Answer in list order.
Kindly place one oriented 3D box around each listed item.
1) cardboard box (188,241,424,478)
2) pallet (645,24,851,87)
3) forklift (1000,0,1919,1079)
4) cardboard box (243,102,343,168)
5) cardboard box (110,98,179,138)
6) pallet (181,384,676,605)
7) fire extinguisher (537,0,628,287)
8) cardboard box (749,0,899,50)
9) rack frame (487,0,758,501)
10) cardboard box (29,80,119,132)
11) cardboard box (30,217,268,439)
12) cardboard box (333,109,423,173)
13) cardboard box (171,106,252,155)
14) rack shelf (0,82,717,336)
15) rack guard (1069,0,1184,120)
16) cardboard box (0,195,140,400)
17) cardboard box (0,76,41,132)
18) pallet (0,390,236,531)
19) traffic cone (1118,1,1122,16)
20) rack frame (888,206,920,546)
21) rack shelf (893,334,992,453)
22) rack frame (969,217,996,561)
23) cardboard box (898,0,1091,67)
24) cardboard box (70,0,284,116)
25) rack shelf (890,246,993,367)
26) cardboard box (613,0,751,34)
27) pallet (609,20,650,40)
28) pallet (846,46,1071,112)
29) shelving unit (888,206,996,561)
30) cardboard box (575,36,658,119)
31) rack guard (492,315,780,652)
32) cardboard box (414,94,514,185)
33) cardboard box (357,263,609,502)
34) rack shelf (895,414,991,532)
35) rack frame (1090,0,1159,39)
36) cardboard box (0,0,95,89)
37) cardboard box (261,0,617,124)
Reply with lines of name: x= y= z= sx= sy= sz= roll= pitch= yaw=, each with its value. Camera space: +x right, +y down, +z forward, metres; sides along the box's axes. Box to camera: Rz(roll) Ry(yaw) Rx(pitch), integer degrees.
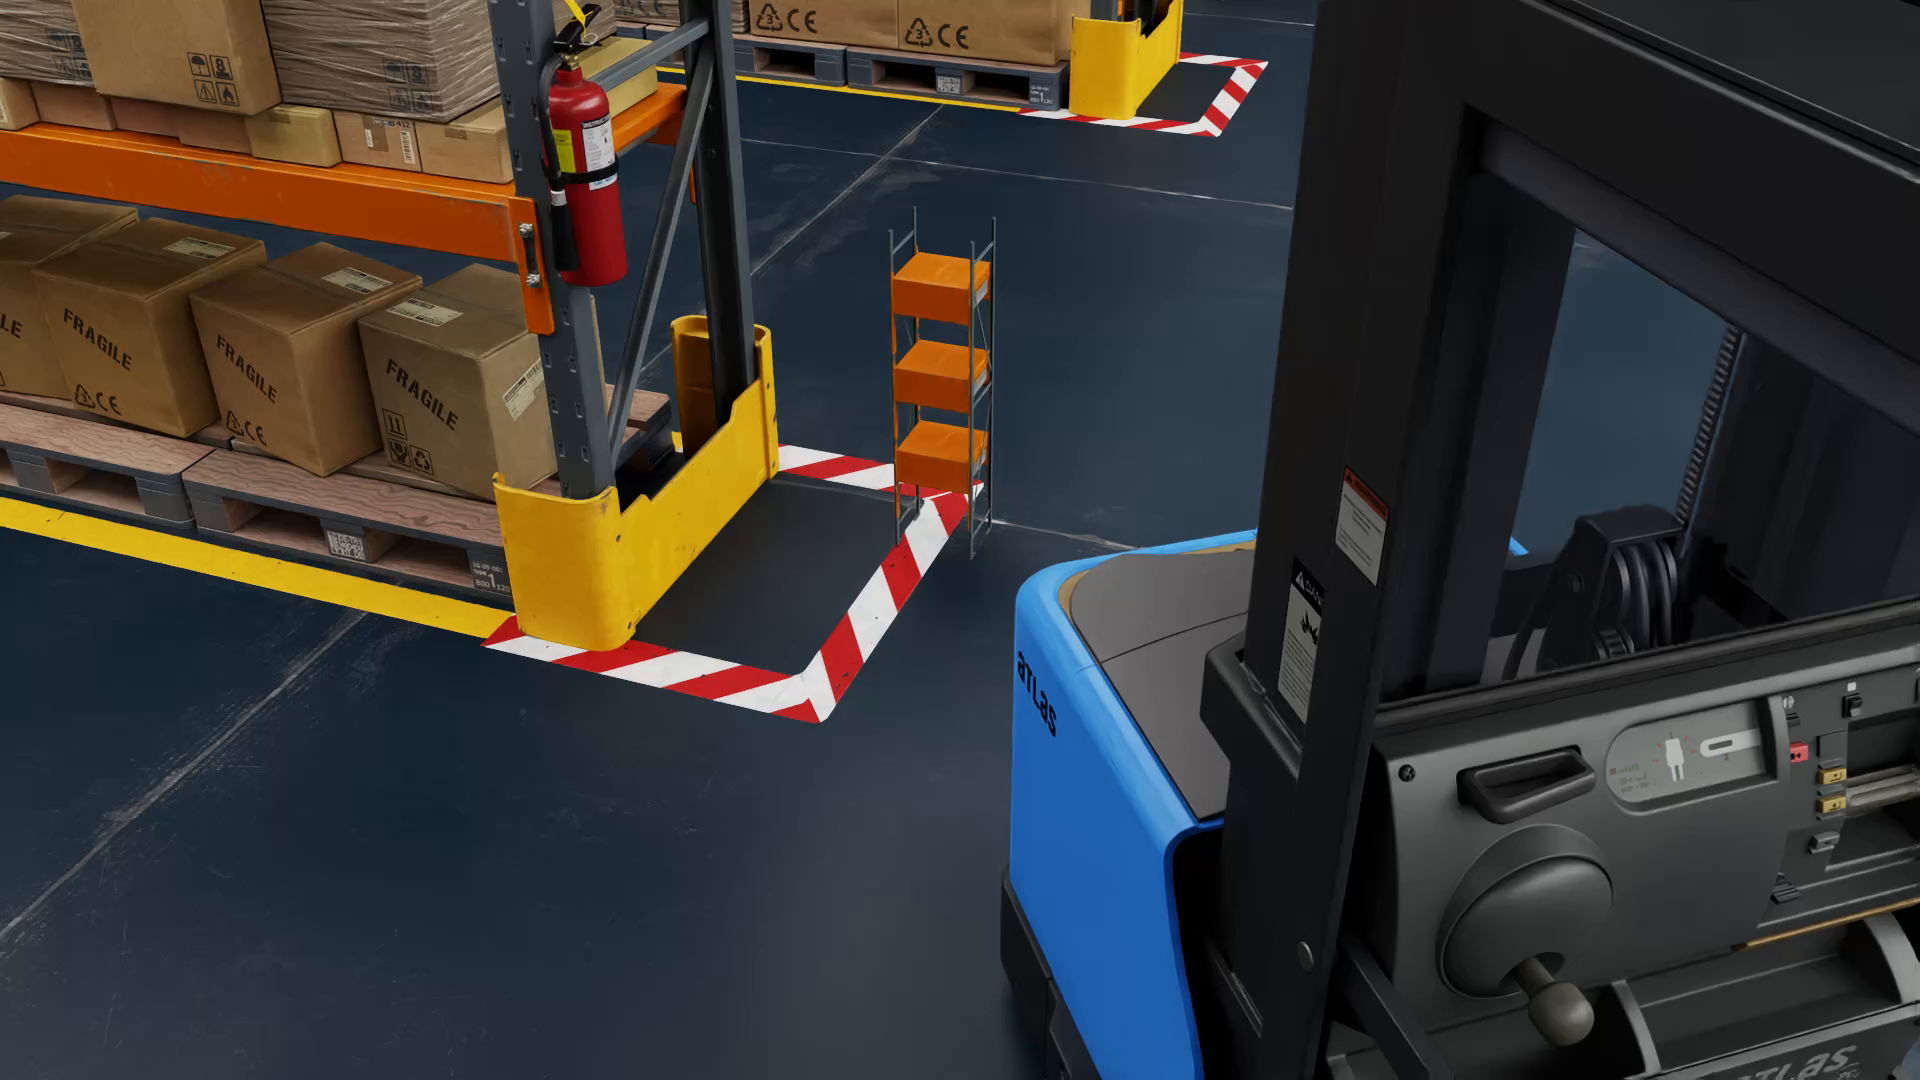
cardboard box: x=-2.037 y=-0.587 z=5.312 sx=0.500 sy=0.500 sz=0.500 roll=21 pitch=38 yaw=29
pallet: x=-1.035 y=-2.920 z=9.577 sx=1.213 sy=0.211 sz=1.003 roll=11 pitch=34 yaw=16
forklift: x=1.012 y=0.411 z=1.911 sx=1.130 sy=2.935 sz=3.031 roll=-10 pitch=34 yaw=-14
cardboard box: x=-1.706 y=-1.153 z=4.502 sx=0.250 sy=0.149 sz=0.380 roll=11 pitch=34 yaw=16
cardboard box: x=-2.157 y=-1.274 z=4.689 sx=0.250 sy=0.149 sz=0.380 roll=11 pitch=34 yaw=16
pallet: x=-1.705 y=-0.256 z=5.451 sx=1.213 sy=0.211 sz=1.003 roll=11 pitch=34 yaw=16
fire extinguisher: x=-0.928 y=-0.958 z=4.039 sx=0.183 sy=0.674 sz=0.296 roll=11 pitch=34 yaw=16
cardboard box: x=-0.601 y=-3.295 z=9.159 sx=0.875 sy=0.875 sz=0.875 roll=10 pitch=34 yaw=16
rack frame: x=-0.880 y=-1.246 z=4.415 sx=0.127 sy=3.000 sz=1.000 roll=11 pitch=34 yaw=16
cardboard box: x=-2.400 y=-1.308 z=4.742 sx=0.250 sy=0.149 sz=0.380 roll=11 pitch=34 yaw=16
cardboard box: x=-2.620 y=-0.712 z=5.504 sx=0.500 sy=0.500 sz=0.500 roll=14 pitch=35 yaw=21
cardboard box: x=-1.453 y=-1.134 z=4.472 sx=0.250 sy=0.149 sz=0.380 roll=11 pitch=34 yaw=16
cardboard box: x=-1.936 y=-1.207 z=4.585 sx=0.250 sy=0.149 sz=0.380 roll=11 pitch=34 yaw=16
rack shelf: x=-2.763 y=-1.310 z=5.177 sx=4.000 sy=0.370 sz=1.077 roll=11 pitch=34 yaw=16
rack guard: x=0.911 y=-2.706 z=8.980 sx=0.348 sy=0.500 sz=1.175 roll=11 pitch=34 yaw=16
cardboard box: x=-3.130 y=-0.837 z=5.698 sx=0.500 sy=0.500 sz=0.500 roll=8 pitch=34 yaw=12
cardboard box: x=-2.666 y=-1.308 z=4.743 sx=0.250 sy=0.149 sz=0.380 roll=11 pitch=34 yaw=16
pallet: x=-2.849 y=-0.480 z=5.798 sx=1.213 sy=0.211 sz=1.003 roll=11 pitch=34 yaw=16
traffic cone: x=0.867 y=-3.517 z=10.271 sx=0.334 sy=0.463 sz=0.336 roll=11 pitch=34 yaw=16
rack frame: x=-0.165 y=-0.473 z=5.015 sx=0.008 sy=1.050 sz=0.200 roll=11 pitch=34 yaw=16
rack shelf: x=-0.050 y=-0.442 z=4.986 sx=0.240 sy=0.259 sz=0.215 roll=11 pitch=34 yaw=16
rack frame: x=0.065 y=-0.428 z=4.946 sx=0.008 sy=1.050 sz=0.200 roll=11 pitch=34 yaw=16
cardboard box: x=0.228 y=-3.135 z=8.911 sx=0.875 sy=0.875 sz=0.875 roll=11 pitch=35 yaw=17
cardboard box: x=-1.900 y=-1.558 z=4.532 sx=0.500 sy=0.500 sz=0.875 roll=11 pitch=34 yaw=16
rack shelf: x=-0.050 y=-0.680 z=4.832 sx=0.240 sy=0.259 sz=0.215 roll=11 pitch=34 yaw=16
cardboard box: x=-1.459 y=-3.462 z=9.419 sx=0.875 sy=0.875 sz=0.875 roll=11 pitch=35 yaw=17
pallet: x=-2.188 y=-3.142 z=9.922 sx=1.213 sy=0.211 sz=1.003 roll=11 pitch=34 yaw=16
pallet: x=0.109 y=-2.695 z=9.230 sx=1.213 sy=0.211 sz=1.003 roll=11 pitch=34 yaw=16
shelving unit: x=-0.050 y=-0.451 z=4.980 sx=0.252 sy=1.050 sz=0.215 roll=11 pitch=34 yaw=16
cardboard box: x=-1.068 y=-1.315 z=4.752 sx=0.250 sy=0.149 sz=0.380 roll=11 pitch=34 yaw=16
rack guard: x=-0.952 y=-0.210 z=5.115 sx=0.348 sy=0.500 sz=1.175 roll=11 pitch=34 yaw=16
cardboard box: x=-1.218 y=-1.088 z=4.401 sx=0.250 sy=0.149 sz=0.380 roll=11 pitch=34 yaw=16
cardboard box: x=-1.462 y=-0.495 z=5.169 sx=0.500 sy=0.500 sz=0.500 roll=18 pitch=37 yaw=25
rack shelf: x=-0.050 y=-0.208 z=5.137 sx=0.240 sy=0.259 sz=0.215 roll=11 pitch=34 yaw=16
rack frame: x=0.888 y=-3.761 z=8.309 sx=0.127 sy=3.000 sz=1.000 roll=11 pitch=34 yaw=16
cardboard box: x=-2.356 y=-1.672 z=4.708 sx=0.500 sy=0.500 sz=0.875 roll=11 pitch=34 yaw=16
cardboard box: x=-1.389 y=-1.528 z=4.485 sx=0.500 sy=0.500 sz=0.875 roll=11 pitch=34 yaw=16
